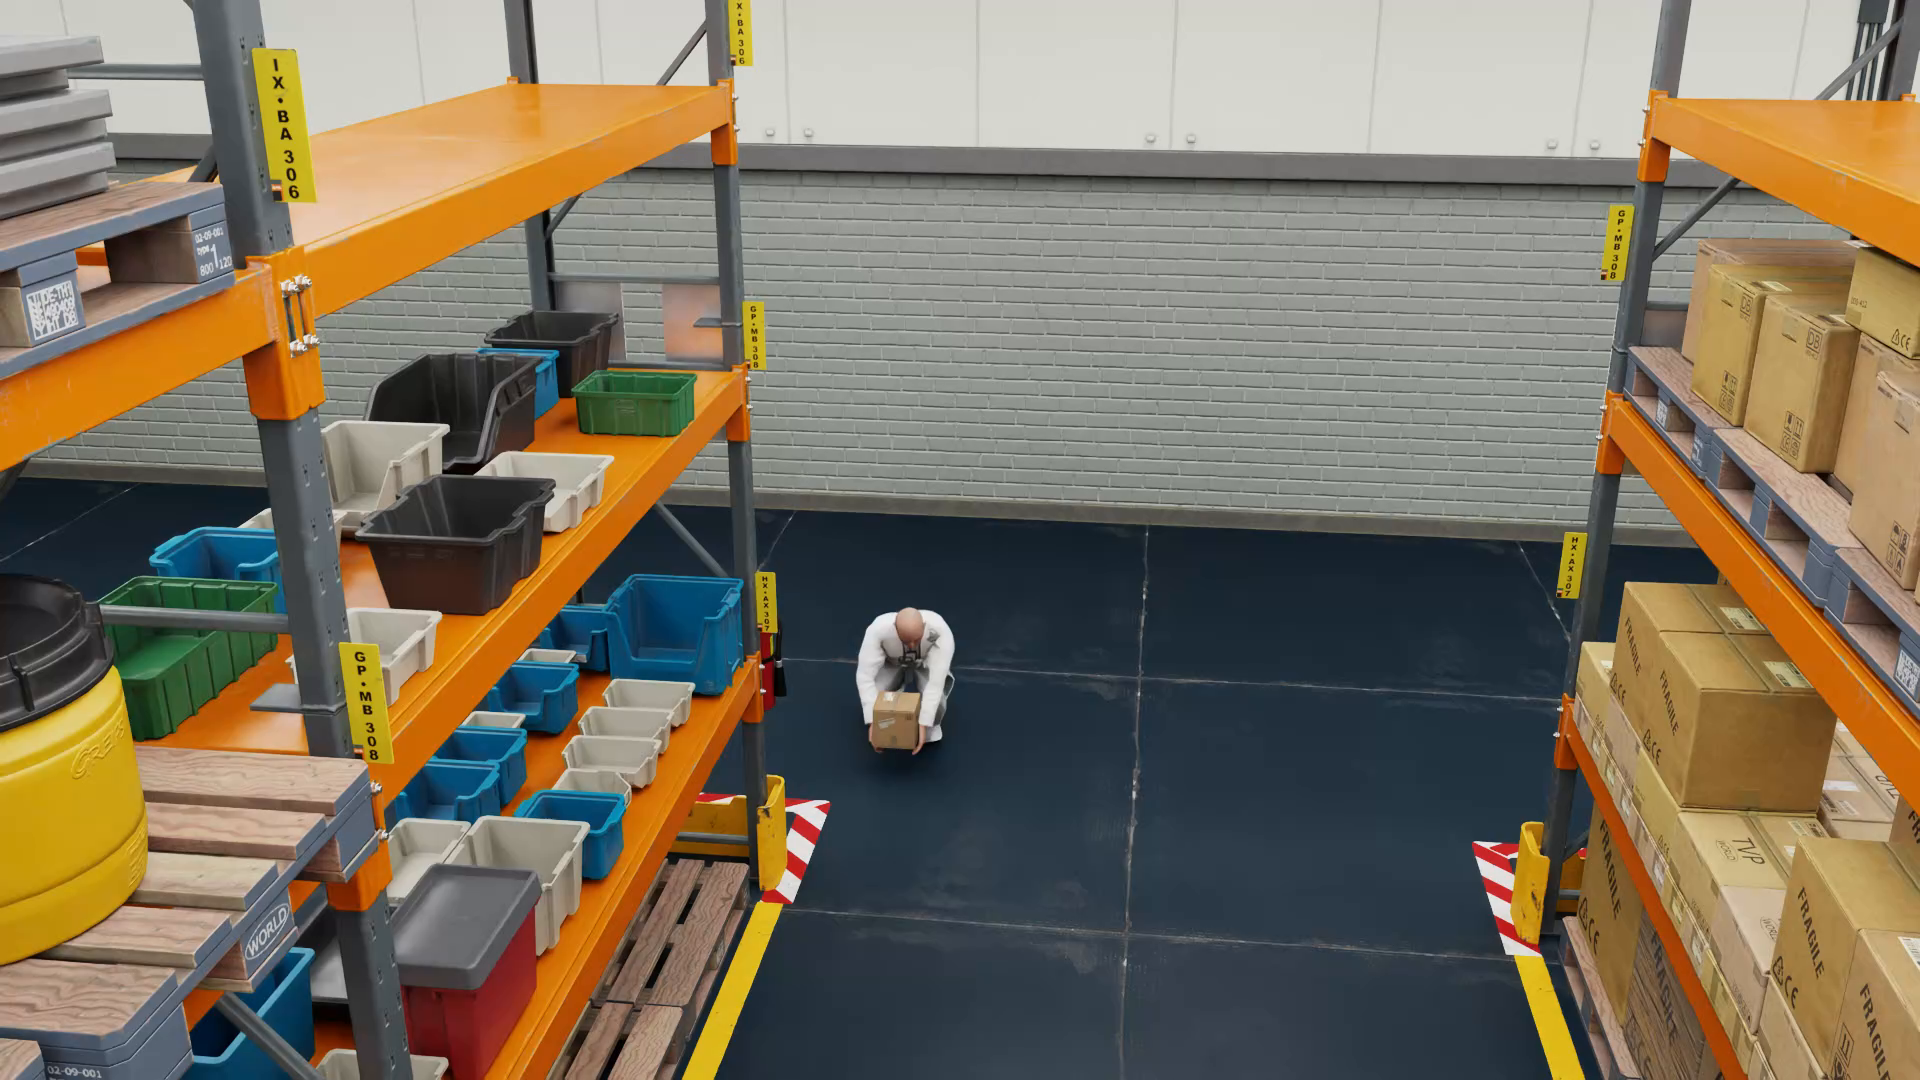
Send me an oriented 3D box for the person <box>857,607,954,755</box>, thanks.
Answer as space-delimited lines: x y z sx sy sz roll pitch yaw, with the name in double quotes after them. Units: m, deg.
-0.324 0.795 10.143 0.595 0.982 0.896 2 21 6 "person"
